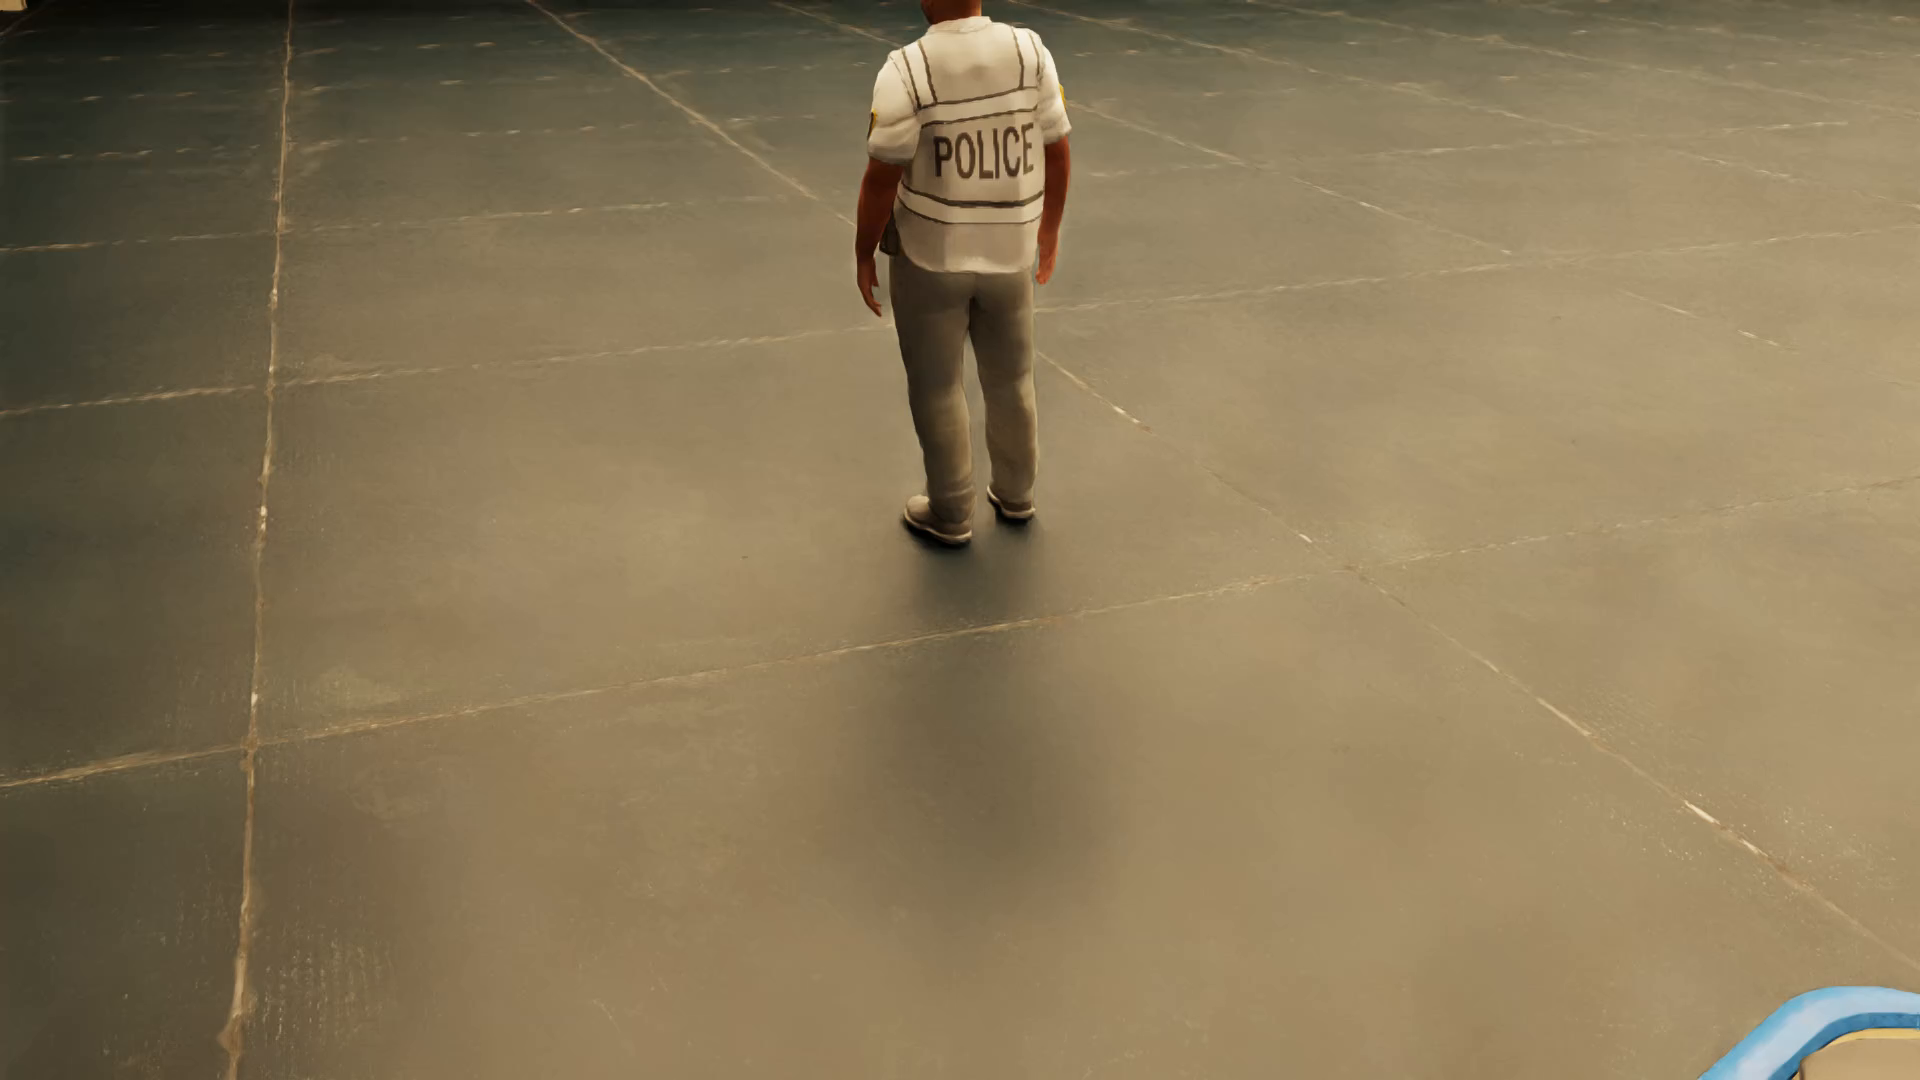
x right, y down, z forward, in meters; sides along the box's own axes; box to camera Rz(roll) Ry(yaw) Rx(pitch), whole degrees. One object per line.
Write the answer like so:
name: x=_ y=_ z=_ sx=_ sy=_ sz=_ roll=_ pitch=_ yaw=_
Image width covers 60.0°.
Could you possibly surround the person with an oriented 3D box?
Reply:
person: x=-0.016 y=-0.855 z=4.804 sx=0.640 sy=1.773 sz=0.574 roll=-8 pitch=24 yaw=-18
